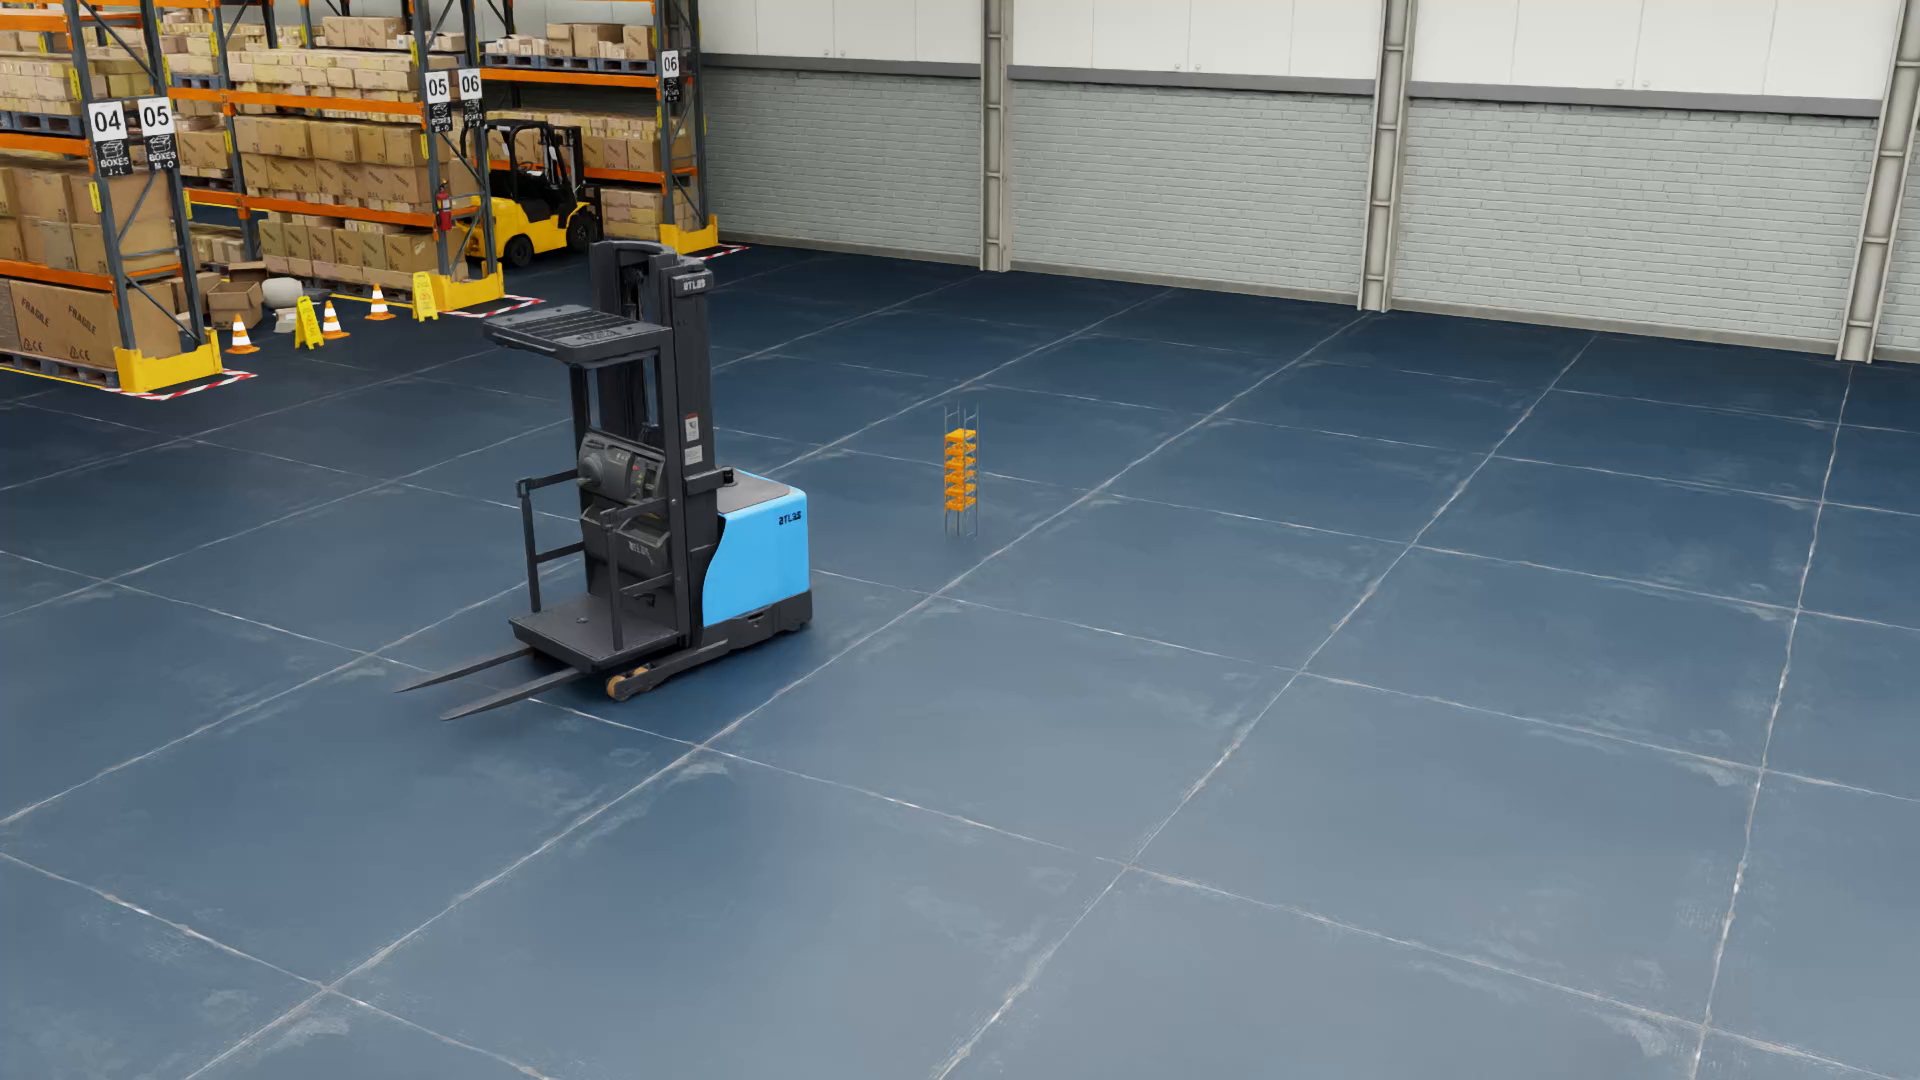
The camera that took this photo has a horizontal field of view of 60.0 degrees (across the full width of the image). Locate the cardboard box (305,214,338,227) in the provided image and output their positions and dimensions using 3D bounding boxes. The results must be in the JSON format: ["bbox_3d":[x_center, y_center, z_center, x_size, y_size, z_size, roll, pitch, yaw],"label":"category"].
[{"bbox_3d":[-9.276,-4.656,24.166,0.250,0.149,0.380,12,23,30],"label":"cardboard box"}]

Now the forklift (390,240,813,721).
[{"bbox_3d":[-2.490,-0.477,11.381,1.130,2.935,3.031,18,26,40],"label":"forklift"}]

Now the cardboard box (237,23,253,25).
[{"bbox_3d":[-13.570,-9.679,31.420,0.250,0.149,0.380,11,23,28],"label":"cardboard box"}]

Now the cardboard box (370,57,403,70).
[{"bbox_3d":[-7.810,-6.501,22.687,0.250,0.149,0.380,11,22,27],"label":"cardboard box"}]

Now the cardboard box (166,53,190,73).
[{"bbox_3d":[-11.445,-7.116,24.789,0.500,0.250,0.500,11,23,28],"label":"cardboard box"}]

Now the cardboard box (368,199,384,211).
[{"bbox_3d":[-8.092,-4.746,23.420,0.250,0.149,0.380,11,23,28],"label":"cardboard box"}]

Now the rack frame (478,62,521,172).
[{"bbox_3d":[-8.008,-6.918,29.037,0.127,3.000,1.000,11,23,27],"label":"rack frame"}]

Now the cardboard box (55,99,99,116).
[{"bbox_3d":[-9.714,-4.775,18.336,0.250,0.149,0.380,11,23,27],"label":"cardboard box"}]

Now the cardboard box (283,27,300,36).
[{"bbox_3d":[-12.122,-9.294,30.388,0.250,0.149,0.380,10,22,25],"label":"cardboard box"}]

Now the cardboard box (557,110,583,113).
[{"bbox_3d":[-6.679,-7.280,28.502,0.250,0.149,0.380,10,22,26],"label":"cardboard box"}]

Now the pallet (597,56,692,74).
[{"bbox_3d":[-5.120,-7.746,27.052,1.213,0.211,1.003,11,23,27],"label":"pallet"}]

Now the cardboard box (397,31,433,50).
[{"bbox_3d":[-9.429,-8.706,28.935,0.500,0.311,0.500,10,22,25],"label":"cardboard box"}]

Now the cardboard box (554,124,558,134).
[{"bbox_3d":[-6.754,-6.917,27.937,0.250,0.149,0.380,10,22,26],"label":"cardboard box"}]

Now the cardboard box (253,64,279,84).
[{"bbox_3d":[-9.720,-6.681,23.769,0.500,0.250,0.500,11,22,27],"label":"cardboard box"}]

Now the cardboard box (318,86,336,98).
[{"bbox_3d":[-8.744,-6.284,23.260,0.250,0.149,0.380,10,22,27],"label":"cardboard box"}]

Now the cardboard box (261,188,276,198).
[{"bbox_3d":[-10.061,-5.147,24.523,0.250,0.149,0.380,12,23,29],"label":"cardboard box"}]

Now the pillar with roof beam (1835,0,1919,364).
[{"bbox_3d":[8.931,-5.182,15.453,0.400,9.000,9.100,11,23,27],"label":"pillar with roof beam"}]

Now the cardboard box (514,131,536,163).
[{"bbox_3d":[-7.285,-6.731,28.377,0.500,0.500,0.500,11,23,28],"label":"cardboard box"}]

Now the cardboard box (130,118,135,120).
[{"bbox_3d":[-13.385,-6.496,26.676,0.500,0.500,0.500,10,22,26],"label":"cardboard box"}]

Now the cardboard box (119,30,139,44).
[{"bbox_3d":[-15.994,-9.816,32.413,0.500,0.250,0.500,10,22,25],"label":"cardboard box"}]

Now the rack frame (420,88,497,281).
[{"bbox_3d":[-6.933,-4.774,23.127,0.127,3.000,1.000,11,23,27],"label":"rack frame"}]

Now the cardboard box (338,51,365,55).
[{"bbox_3d":[-8.642,-6.889,23.758,0.250,0.149,0.380,11,23,28],"label":"cardboard box"}]

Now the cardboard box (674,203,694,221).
[{"bbox_3d":[-4.825,-5.532,27.901,0.500,0.250,0.500,11,23,28],"label":"cardboard box"}]

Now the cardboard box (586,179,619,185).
[{"bbox_3d":[-6.156,-6.019,28.510,0.500,0.250,0.500,10,22,26],"label":"cardboard box"}]

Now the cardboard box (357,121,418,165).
[{"bbox_3d":[-7.924,-5.537,23.182,0.500,0.500,0.700,11,23,28],"label":"cardboard box"}]

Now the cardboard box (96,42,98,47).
[{"bbox_3d":[-16.808,-9.759,32.840,0.250,0.149,0.380,11,23,28],"label":"cardboard box"}]

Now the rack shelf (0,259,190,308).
[{"bbox_3d":[-11.005,-3.278,20.058,4.000,0.370,1.077,11,23,27],"label":"rack shelf"}]

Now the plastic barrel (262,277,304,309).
[{"bbox_3d":[-9.475,-3.456,23.271,0.512,0.421,0.421,-7,21,-20],"label":"plastic barrel"}]

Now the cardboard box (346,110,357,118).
[{"bbox_3d":[-10.895,-7.715,30.137,0.250,0.149,0.380,11,23,29],"label":"cardboard box"}]

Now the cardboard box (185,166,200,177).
[{"bbox_3d":[-11.473,-5.603,25.166,0.250,0.149,0.380,10,22,26],"label":"cardboard box"}]

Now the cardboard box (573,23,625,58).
[{"bbox_3d":[-5.866,-8.155,27.140,0.500,0.500,0.700,11,23,28],"label":"cardboard box"}]

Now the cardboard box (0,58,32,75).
[{"bbox_3d":[-10.604,-5.319,18.667,0.250,0.149,0.380,11,23,28],"label":"cardboard box"}]

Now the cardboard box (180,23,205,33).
[{"bbox_3d":[-14.477,-9.666,31.384,0.250,0.149,0.380,10,22,26],"label":"cardboard box"}]

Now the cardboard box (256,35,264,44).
[{"bbox_3d":[-12.792,-9.282,30.791,0.250,0.149,0.380,11,23,28],"label":"cardboard box"}]

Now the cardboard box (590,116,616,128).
[{"bbox_3d":[-5.866,-6.882,27.405,0.250,0.149,0.380,11,23,29],"label":"cardboard box"}]

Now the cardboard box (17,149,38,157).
[{"bbox_3d":[-14.913,-6.358,26.981,0.500,0.250,0.500,10,22,26],"label":"cardboard box"}]

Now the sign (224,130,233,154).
[{"bbox_3d":[-10.693,-5.818,24.307,0.005,0.325,0.100,11,23,27],"label":"sign"}]

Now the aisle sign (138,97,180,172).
[{"bbox_3d":[-9.051,-4.583,18.789,0.004,0.787,0.394,11,23,27],"label":"aisle sign"}]

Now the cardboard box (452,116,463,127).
[{"bbox_3d":[-8.648,-7.298,28.987,0.250,0.149,0.380,10,22,27],"label":"cardboard box"}]

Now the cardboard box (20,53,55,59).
[{"bbox_3d":[-10.728,-5.599,19.440,0.250,0.149,0.380,11,23,28],"label":"cardboard box"}]

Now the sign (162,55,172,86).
[{"bbox_3d":[-8.983,-5.306,18.797,0.005,0.325,0.100,11,23,27],"label":"sign"}]

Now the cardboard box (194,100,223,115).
[{"bbox_3d":[-14.226,-8.259,31.973,0.500,0.500,0.700,11,23,28],"label":"cardboard box"}]

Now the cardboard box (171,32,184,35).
[{"bbox_3d":[-14.716,-9.563,31.536,0.250,0.149,0.380,11,23,28],"label":"cardboard box"}]

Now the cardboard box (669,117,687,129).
[{"bbox_3d":[-4.705,-6.864,27.354,0.250,0.149,0.380,10,22,26],"label":"cardboard box"}]

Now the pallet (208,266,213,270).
[{"bbox_3d":[-12.175,-4.460,26.351,1.213,0.211,1.003,11,23,27],"label":"pallet"}]

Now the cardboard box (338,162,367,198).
[{"bbox_3d":[-8.411,-5.138,23.548,0.500,0.500,0.500,11,23,27],"label":"cardboard box"}]

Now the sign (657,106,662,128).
[{"bbox_3d":[-4.792,-6.749,26.526,0.005,0.325,0.100,11,23,27],"label":"sign"}]

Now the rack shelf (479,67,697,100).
[{"bbox_3d":[-6.262,-7.657,27.731,4.000,0.370,1.077,11,23,27],"label":"rack shelf"}]

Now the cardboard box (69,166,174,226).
[{"bbox_3d":[-9.564,-3.935,19.011,0.550,0.550,0.875,11,23,27],"label":"cardboard box"}]

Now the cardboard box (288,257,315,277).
[{"bbox_3d":[-9.570,-4.080,24.631,0.500,0.250,0.500,12,23,30],"label":"cardboard box"}]

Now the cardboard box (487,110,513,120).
[{"bbox_3d":[-7.874,-7.268,28.469,0.250,0.149,0.380,11,23,28],"label":"cardboard box"}]

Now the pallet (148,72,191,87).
[{"bbox_3d":[-11.819,-7.067,25.325,1.003,0.211,1.213,11,23,27],"label":"pallet"}]

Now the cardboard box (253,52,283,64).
[{"bbox_3d":[-9.842,-6.875,23.721,0.250,0.149,0.380,10,22,26],"label":"cardboard box"}]

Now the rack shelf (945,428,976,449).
[{"bbox_3d":[0.013,-0.858,14.046,0.180,0.103,0.258,11,23,27],"label":"rack shelf"}]

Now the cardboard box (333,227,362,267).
[{"bbox_3d":[-8.654,-4.259,24.024,0.500,0.500,0.500,10,22,26],"label":"cardboard box"}]

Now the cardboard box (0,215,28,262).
[{"bbox_3d":[-11.006,-3.694,19.929,0.500,0.550,0.875,11,23,27],"label":"cardboard box"}]

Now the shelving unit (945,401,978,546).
[{"bbox_3d":[0.013,-0.562,14.154,0.189,1.200,0.258,11,23,27],"label":"shelving unit"}]

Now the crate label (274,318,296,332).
[{"bbox_3d":[-8.899,-2.841,21.997,0.298,0.136,0.250,0,20,-1],"label":"crate label"}]
